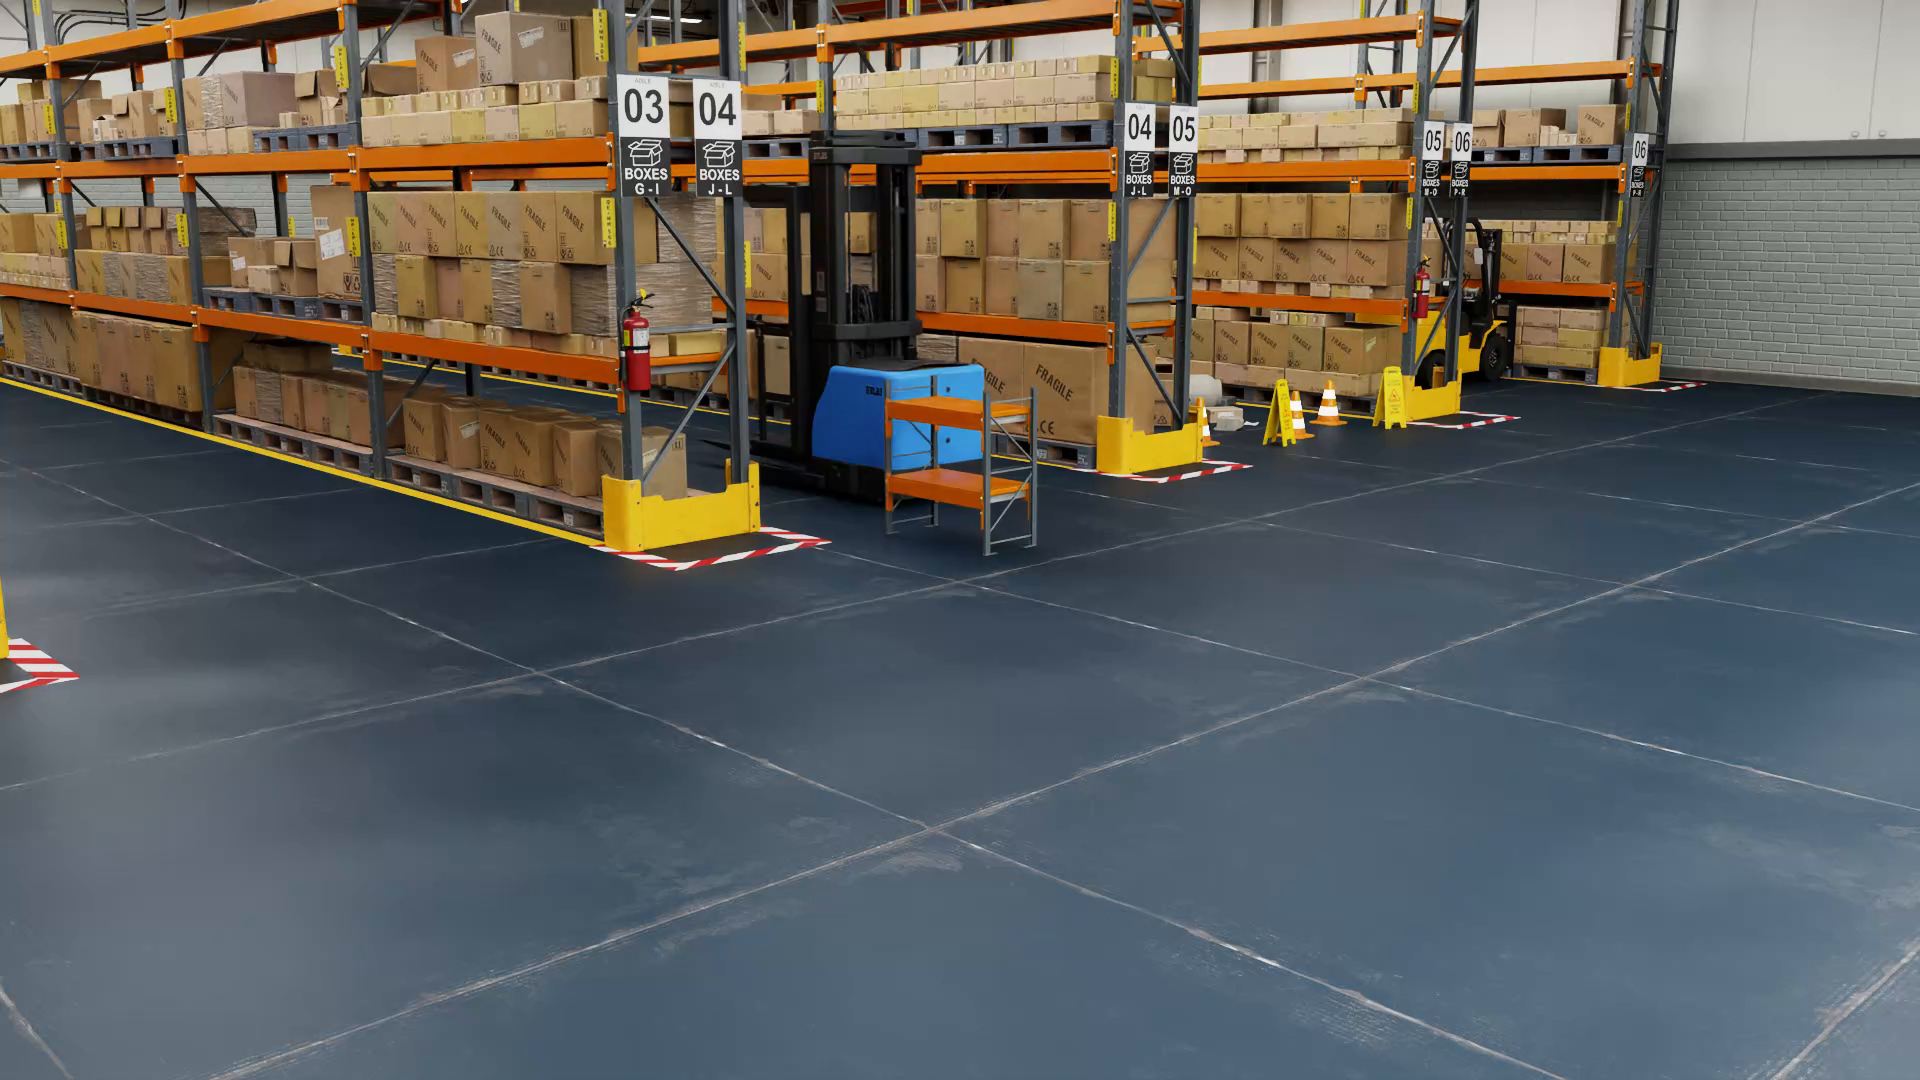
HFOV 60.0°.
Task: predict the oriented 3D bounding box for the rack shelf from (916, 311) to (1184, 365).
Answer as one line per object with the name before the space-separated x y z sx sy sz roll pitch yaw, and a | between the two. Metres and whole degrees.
rack shelf | 0.342 -2.090 16.407 1.077 0.370 4.000 -11 16 -43

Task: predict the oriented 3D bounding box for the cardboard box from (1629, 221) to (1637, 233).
cardboard box | 8.743 -4.139 21.974 0.380 0.149 0.250 -11 16 -44

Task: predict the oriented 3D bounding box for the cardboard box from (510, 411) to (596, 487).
cardboard box | -3.210 -0.726 13.154 0.500 0.500 0.500 -9 15 -37

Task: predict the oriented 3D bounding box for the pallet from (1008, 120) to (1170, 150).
pallet | 1.203 -3.683 15.142 1.003 0.211 1.213 -11 16 -43

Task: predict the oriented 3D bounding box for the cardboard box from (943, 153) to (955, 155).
cardboard box | -0.021 -5.319 23.196 0.396 0.266 0.258 -11 16 -43

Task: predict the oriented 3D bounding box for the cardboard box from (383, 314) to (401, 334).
cardboard box | -4.602 -1.824 13.952 0.380 0.149 0.250 -11 16 -43

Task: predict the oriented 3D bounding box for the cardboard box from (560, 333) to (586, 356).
cardboard box | -2.663 -1.430 12.042 0.380 0.149 0.250 -11 16 -43

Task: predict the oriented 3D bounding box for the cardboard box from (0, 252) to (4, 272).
cardboard box | -12.484 -3.699 22.067 0.500 0.250 0.500 -11 16 -43

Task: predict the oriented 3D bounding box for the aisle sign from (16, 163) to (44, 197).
aisle sign | -12.816 -5.135 22.960 0.394 0.787 0.004 -11 16 -43

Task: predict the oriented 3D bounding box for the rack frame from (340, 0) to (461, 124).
rack frame | -4.697 -4.996 13.863 1.000 3.000 0.127 -11 16 -43

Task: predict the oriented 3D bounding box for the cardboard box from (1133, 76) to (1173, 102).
cardboard box | 1.575 -4.053 15.063 0.500 0.250 0.500 -11 16 -43

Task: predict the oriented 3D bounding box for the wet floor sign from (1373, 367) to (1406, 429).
wet floor sign | 4.590 -1.525 17.717 0.267 0.644 0.232 -5 13 -23

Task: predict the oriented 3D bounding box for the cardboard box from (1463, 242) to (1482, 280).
cardboard box | 7.230 -3.855 22.943 0.500 0.500 0.500 -11 16 -42

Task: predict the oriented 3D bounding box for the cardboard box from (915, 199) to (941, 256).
cardboard box | -0.072 -3.116 16.556 0.875 0.550 0.550 -11 16 -43

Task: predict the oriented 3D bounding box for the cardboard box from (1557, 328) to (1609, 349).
cardboard box | 8.258 -2.679 22.015 0.500 0.250 0.500 -11 16 -43

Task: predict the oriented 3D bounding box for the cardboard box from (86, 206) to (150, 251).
cardboard box | -9.774 -3.674 19.577 0.637 0.503 0.797 11 16 44

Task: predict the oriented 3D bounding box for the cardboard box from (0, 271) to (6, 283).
cardboard box | -12.441 -3.476 21.973 0.380 0.149 0.250 -11 16 -43

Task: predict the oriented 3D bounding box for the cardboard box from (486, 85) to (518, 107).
cardboard box | -3.245 -3.253 12.219 0.250 0.149 0.380 11 16 42

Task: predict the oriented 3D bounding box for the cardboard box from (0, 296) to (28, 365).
cardboard box | -12.484 -2.892 22.741 0.875 0.875 0.875 -11 16 -43

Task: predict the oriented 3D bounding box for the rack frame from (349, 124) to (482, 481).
rack frame | -4.697 -2.058 14.468 1.000 3.000 0.127 -11 16 -43

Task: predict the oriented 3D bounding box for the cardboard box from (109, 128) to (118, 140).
cardboard box | -9.301 -4.539 18.659 0.250 0.149 0.380 11 16 43

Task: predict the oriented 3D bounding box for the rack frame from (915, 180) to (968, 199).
rack frame | -0.292 -4.023 24.004 1.000 3.000 0.127 -11 16 -43

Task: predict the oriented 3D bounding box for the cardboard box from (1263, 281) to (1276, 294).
cardboard box | 3.779 -2.983 19.579 0.380 0.149 0.250 -11 16 -43

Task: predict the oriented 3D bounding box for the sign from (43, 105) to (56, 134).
sign | -10.622 -4.909 19.396 0.100 0.325 0.005 -11 16 -43

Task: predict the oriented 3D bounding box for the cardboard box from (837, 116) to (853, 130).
cardboard box | -1.034 -4.235 16.934 0.380 0.149 0.250 -11 16 -43

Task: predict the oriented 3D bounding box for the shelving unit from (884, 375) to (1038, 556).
shelving unit | -0.005 -0.552 11.803 0.538 1.125 1.048 -11 16 -43

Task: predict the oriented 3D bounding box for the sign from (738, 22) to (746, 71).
sign | -1.542 -3.447 11.611 0.100 0.325 0.005 -11 16 -43

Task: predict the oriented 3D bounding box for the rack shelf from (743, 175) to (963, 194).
rack shelf | -1.673 -5.432 25.191 1.077 0.370 4.000 -11 16 -43

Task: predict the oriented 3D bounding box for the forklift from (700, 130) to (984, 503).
forklift | -1.143 -1.963 14.177 1.130 2.935 3.031 -10 15 -41

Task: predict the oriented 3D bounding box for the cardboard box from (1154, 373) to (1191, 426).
cardboard box | 2.189 -1.536 18.121 0.637 0.503 0.797 1 12 6

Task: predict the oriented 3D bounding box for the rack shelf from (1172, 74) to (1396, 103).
rack shelf | 4.677 -6.813 25.455 1.077 0.370 4.000 -11 16 -43

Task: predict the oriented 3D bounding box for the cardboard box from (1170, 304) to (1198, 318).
cardboard box | 2.726 -2.833 20.535 0.380 0.149 0.250 -11 16 -42

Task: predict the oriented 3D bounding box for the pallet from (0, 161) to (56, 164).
pallet | -12.464 -5.128 22.156 1.003 0.211 1.213 -11 16 -43

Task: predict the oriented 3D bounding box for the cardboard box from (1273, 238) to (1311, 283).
cardboard box | 3.974 -3.238 19.210 0.500 0.500 0.500 -11 16 -43

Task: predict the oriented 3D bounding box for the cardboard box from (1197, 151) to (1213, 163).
cardboard box | 3.044 -4.597 19.978 0.380 0.149 0.250 -10 15 -41

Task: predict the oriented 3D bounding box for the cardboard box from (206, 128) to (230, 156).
cardboard box | -6.964 -3.859 16.145 0.500 0.250 0.500 -10 16 -41

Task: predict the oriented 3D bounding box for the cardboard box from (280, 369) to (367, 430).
cardboard box | -6.193 -1.377 16.267 0.700 0.500 0.500 -9 15 -38

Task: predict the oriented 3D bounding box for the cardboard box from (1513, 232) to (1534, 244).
cardboard box | 7.664 -4.076 22.404 0.250 0.149 0.380 11 16 43

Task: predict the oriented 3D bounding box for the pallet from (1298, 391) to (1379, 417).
pallet | 4.645 -1.624 19.272 1.003 0.211 1.213 -11 16 -43

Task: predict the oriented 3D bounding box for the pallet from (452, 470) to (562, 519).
pallet | -3.361 -0.421 13.433 1.003 0.211 1.213 -11 16 -43

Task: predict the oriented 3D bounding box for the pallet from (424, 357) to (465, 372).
pallet | -7.054 -2.630 24.151 1.003 0.211 1.213 -11 16 -43

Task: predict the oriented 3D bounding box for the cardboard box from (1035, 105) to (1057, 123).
cardboard box | 0.897 -3.827 14.955 0.380 0.149 0.250 -11 16 -42

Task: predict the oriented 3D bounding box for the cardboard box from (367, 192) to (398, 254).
cardboard box | -4.570 -2.641 13.836 0.500 0.500 0.500 -11 16 -43

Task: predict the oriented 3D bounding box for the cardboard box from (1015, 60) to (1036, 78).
cardboard box | 0.716 -4.256 15.058 0.380 0.149 0.250 -11 16 -42

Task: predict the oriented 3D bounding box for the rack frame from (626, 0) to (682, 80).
rack frame | -3.802 -6.257 19.979 1.000 3.000 0.127 -11 16 -43

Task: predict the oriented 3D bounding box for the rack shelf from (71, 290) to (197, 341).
rack shelf | -8.840 -2.582 18.791 1.077 0.370 4.000 -11 16 -43

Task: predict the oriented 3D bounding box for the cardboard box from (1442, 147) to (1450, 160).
cardboard box | 5.239 -4.295 18.515 0.380 0.149 0.250 -11 16 -42

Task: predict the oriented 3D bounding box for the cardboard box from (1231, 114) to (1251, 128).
cardboard box | 3.391 -4.902 19.484 0.380 0.149 0.250 -11 16 -43

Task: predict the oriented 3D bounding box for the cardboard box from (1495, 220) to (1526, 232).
cardboard box | 7.467 -4.255 22.539 0.380 0.149 0.250 -10 16 -41

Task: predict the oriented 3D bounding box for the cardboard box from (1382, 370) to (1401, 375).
cardboard box | 4.876 -1.871 19.331 0.500 0.250 0.500 -11 16 -43

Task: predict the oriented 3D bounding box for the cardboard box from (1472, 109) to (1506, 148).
cardboard box | 7.327 -5.607 22.714 0.797 0.503 0.637 -10 15 -41

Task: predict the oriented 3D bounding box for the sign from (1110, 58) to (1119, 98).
sign | 1.321 -3.941 14.176 0.100 0.325 0.005 -11 16 -43

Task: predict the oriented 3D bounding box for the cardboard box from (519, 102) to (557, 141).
cardboard box | -2.798 -2.978 11.868 0.500 0.250 0.500 -11 16 -42

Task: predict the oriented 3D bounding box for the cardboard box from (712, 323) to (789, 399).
cardboard box | -2.197 -2.058 19.001 1.050 0.750 0.750 -11 16 -43
